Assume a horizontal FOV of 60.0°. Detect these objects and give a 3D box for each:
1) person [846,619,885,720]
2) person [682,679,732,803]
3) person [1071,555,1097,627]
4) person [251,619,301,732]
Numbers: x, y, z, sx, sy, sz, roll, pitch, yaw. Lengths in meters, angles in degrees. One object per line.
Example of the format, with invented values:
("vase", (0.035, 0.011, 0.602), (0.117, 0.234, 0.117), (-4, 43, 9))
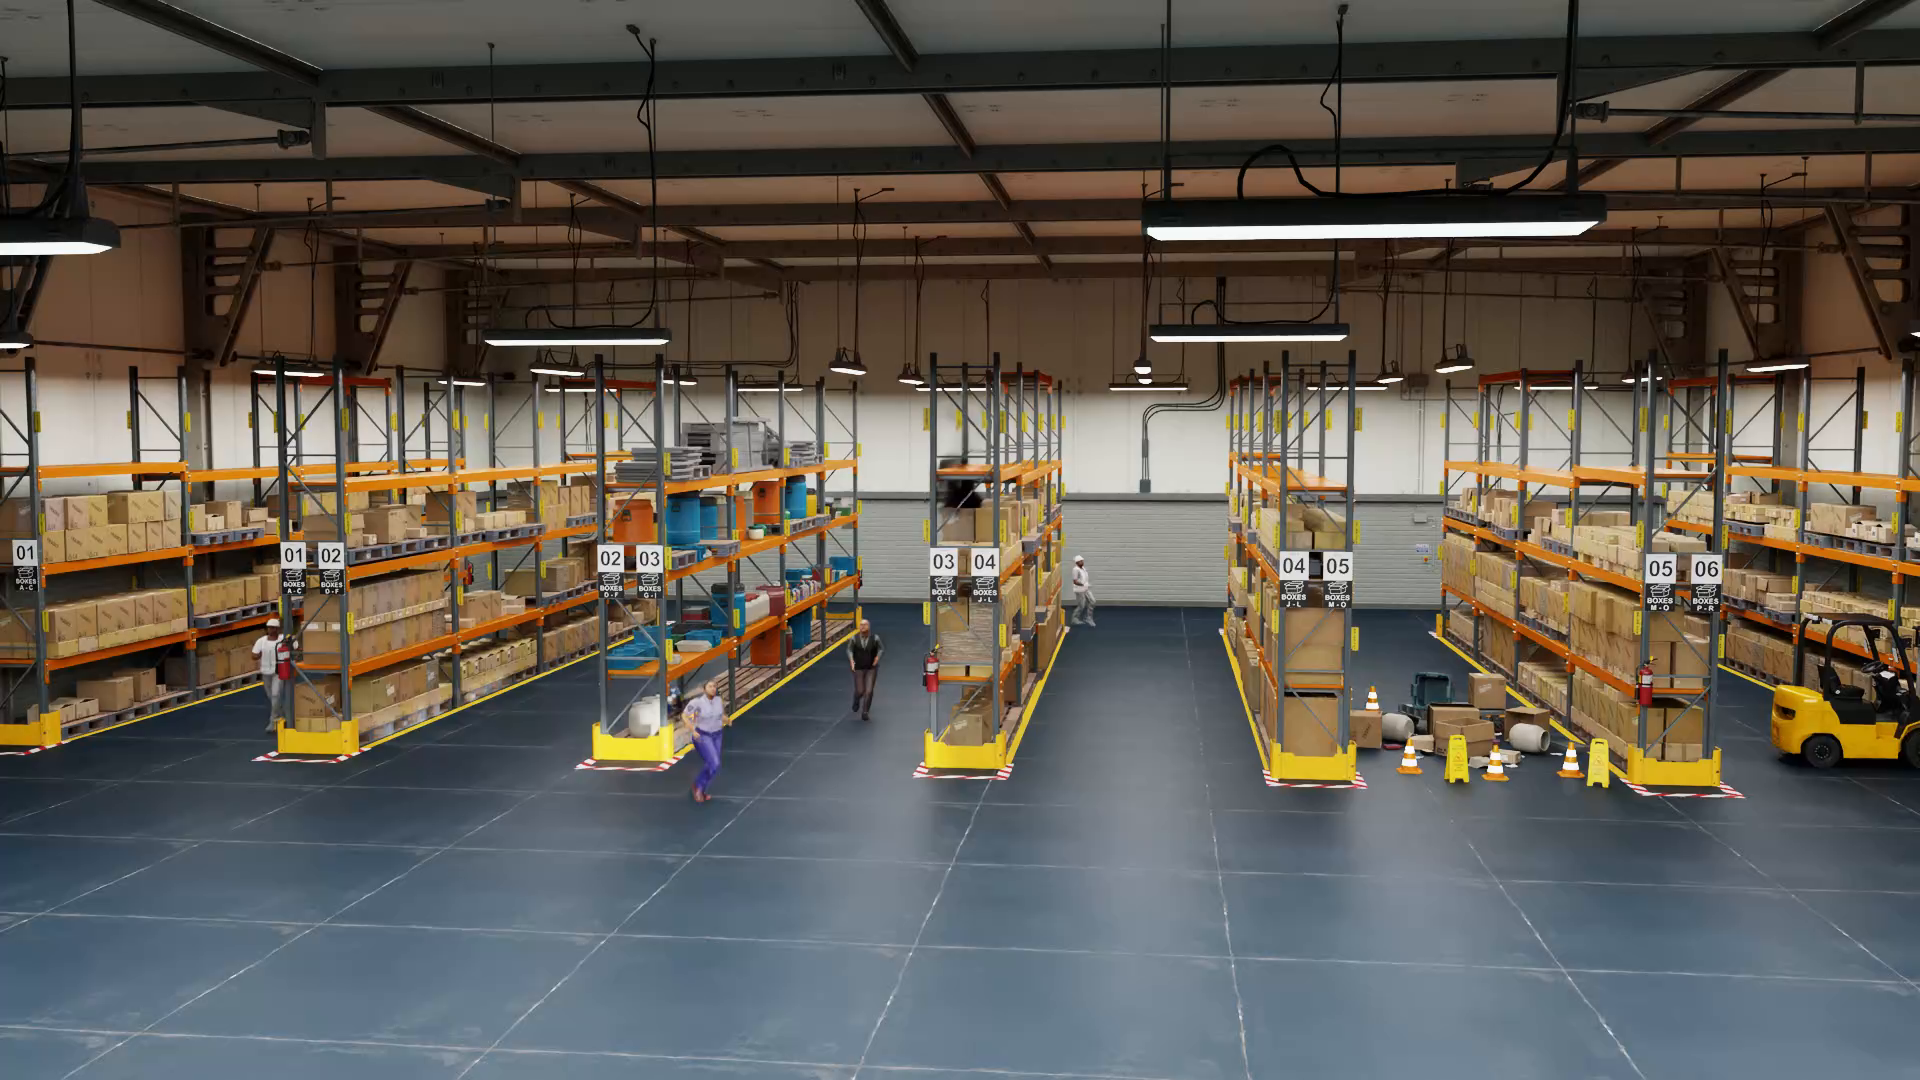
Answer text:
("person", (-1.589, 2.182, 28.083), (0.656, 1.696, 0.627), (0, 4, -3))
("person", (-3.282, 2.649, 21.924), (0.621, 1.619, 0.581), (3, 5, 38))
("person", (2.967, 1.256, 40.718), (0.683, 1.783, 0.673), (2, 5, 30))
("person", (-11.213, 2.171, 27.182), (0.691, 1.776, 0.944), (0, 4, 2))
